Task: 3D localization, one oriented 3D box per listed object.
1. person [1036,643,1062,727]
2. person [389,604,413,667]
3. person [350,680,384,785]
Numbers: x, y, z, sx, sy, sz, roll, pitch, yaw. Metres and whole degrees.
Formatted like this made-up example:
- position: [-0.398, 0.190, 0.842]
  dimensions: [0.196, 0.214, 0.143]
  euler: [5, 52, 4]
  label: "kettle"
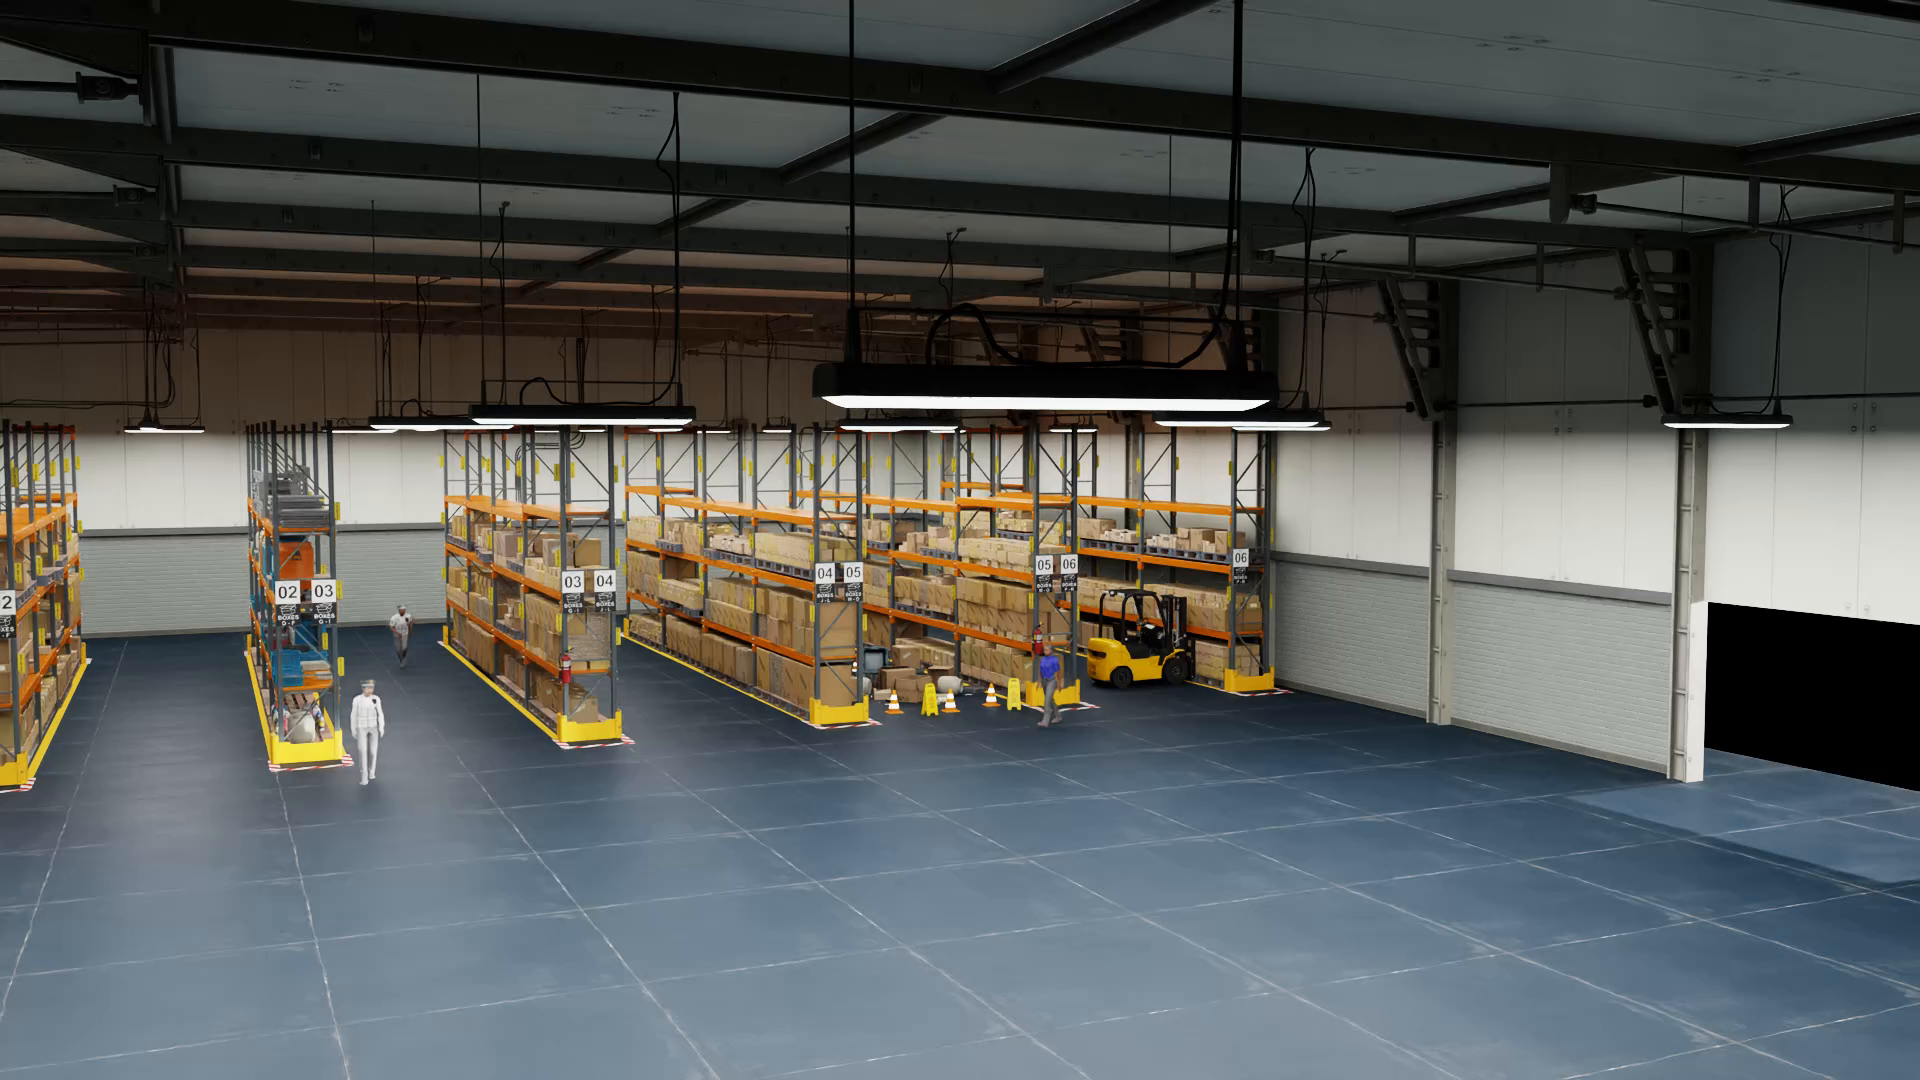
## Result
- position: [1.754, 2.854, 32.858]
  dimensions: [0.856, 1.627, 0.466]
  euler: [-3, 4, -38]
  label: "person"
- position: [-13.804, 2.357, 41.102]
  dimensions: [0.525, 1.602, 0.734]
  euler: [-1, 4, -13]
  label: "person"
- position: [-9.799, 3.179, 27.575]
  dimensions: [0.510, 1.706, 0.641]
  euler: [-2, 4, -30]
  label: "person"
